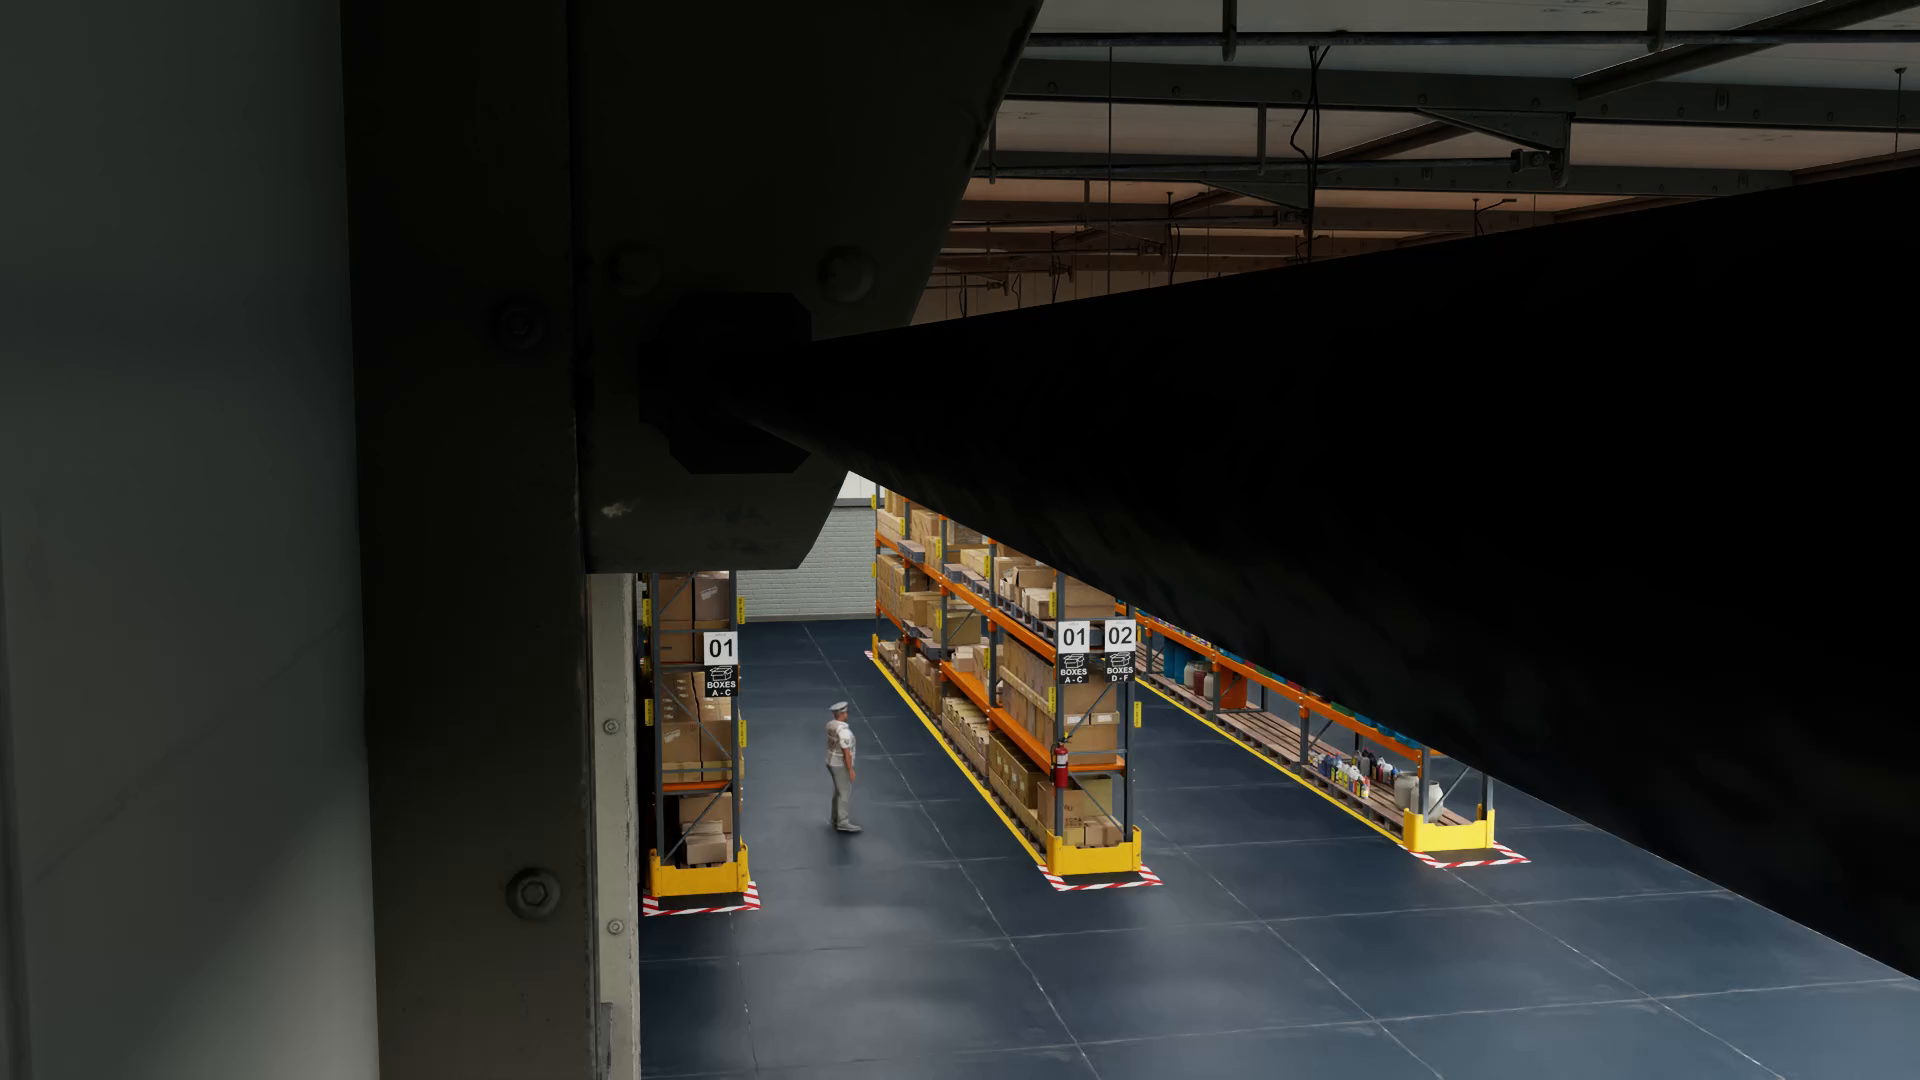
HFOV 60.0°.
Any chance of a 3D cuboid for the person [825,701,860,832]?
[{"bbox_3d":[-1.626,3.151,22.915,0.413,1.867,0.594,-2,6,-19],"label":"person"}]
